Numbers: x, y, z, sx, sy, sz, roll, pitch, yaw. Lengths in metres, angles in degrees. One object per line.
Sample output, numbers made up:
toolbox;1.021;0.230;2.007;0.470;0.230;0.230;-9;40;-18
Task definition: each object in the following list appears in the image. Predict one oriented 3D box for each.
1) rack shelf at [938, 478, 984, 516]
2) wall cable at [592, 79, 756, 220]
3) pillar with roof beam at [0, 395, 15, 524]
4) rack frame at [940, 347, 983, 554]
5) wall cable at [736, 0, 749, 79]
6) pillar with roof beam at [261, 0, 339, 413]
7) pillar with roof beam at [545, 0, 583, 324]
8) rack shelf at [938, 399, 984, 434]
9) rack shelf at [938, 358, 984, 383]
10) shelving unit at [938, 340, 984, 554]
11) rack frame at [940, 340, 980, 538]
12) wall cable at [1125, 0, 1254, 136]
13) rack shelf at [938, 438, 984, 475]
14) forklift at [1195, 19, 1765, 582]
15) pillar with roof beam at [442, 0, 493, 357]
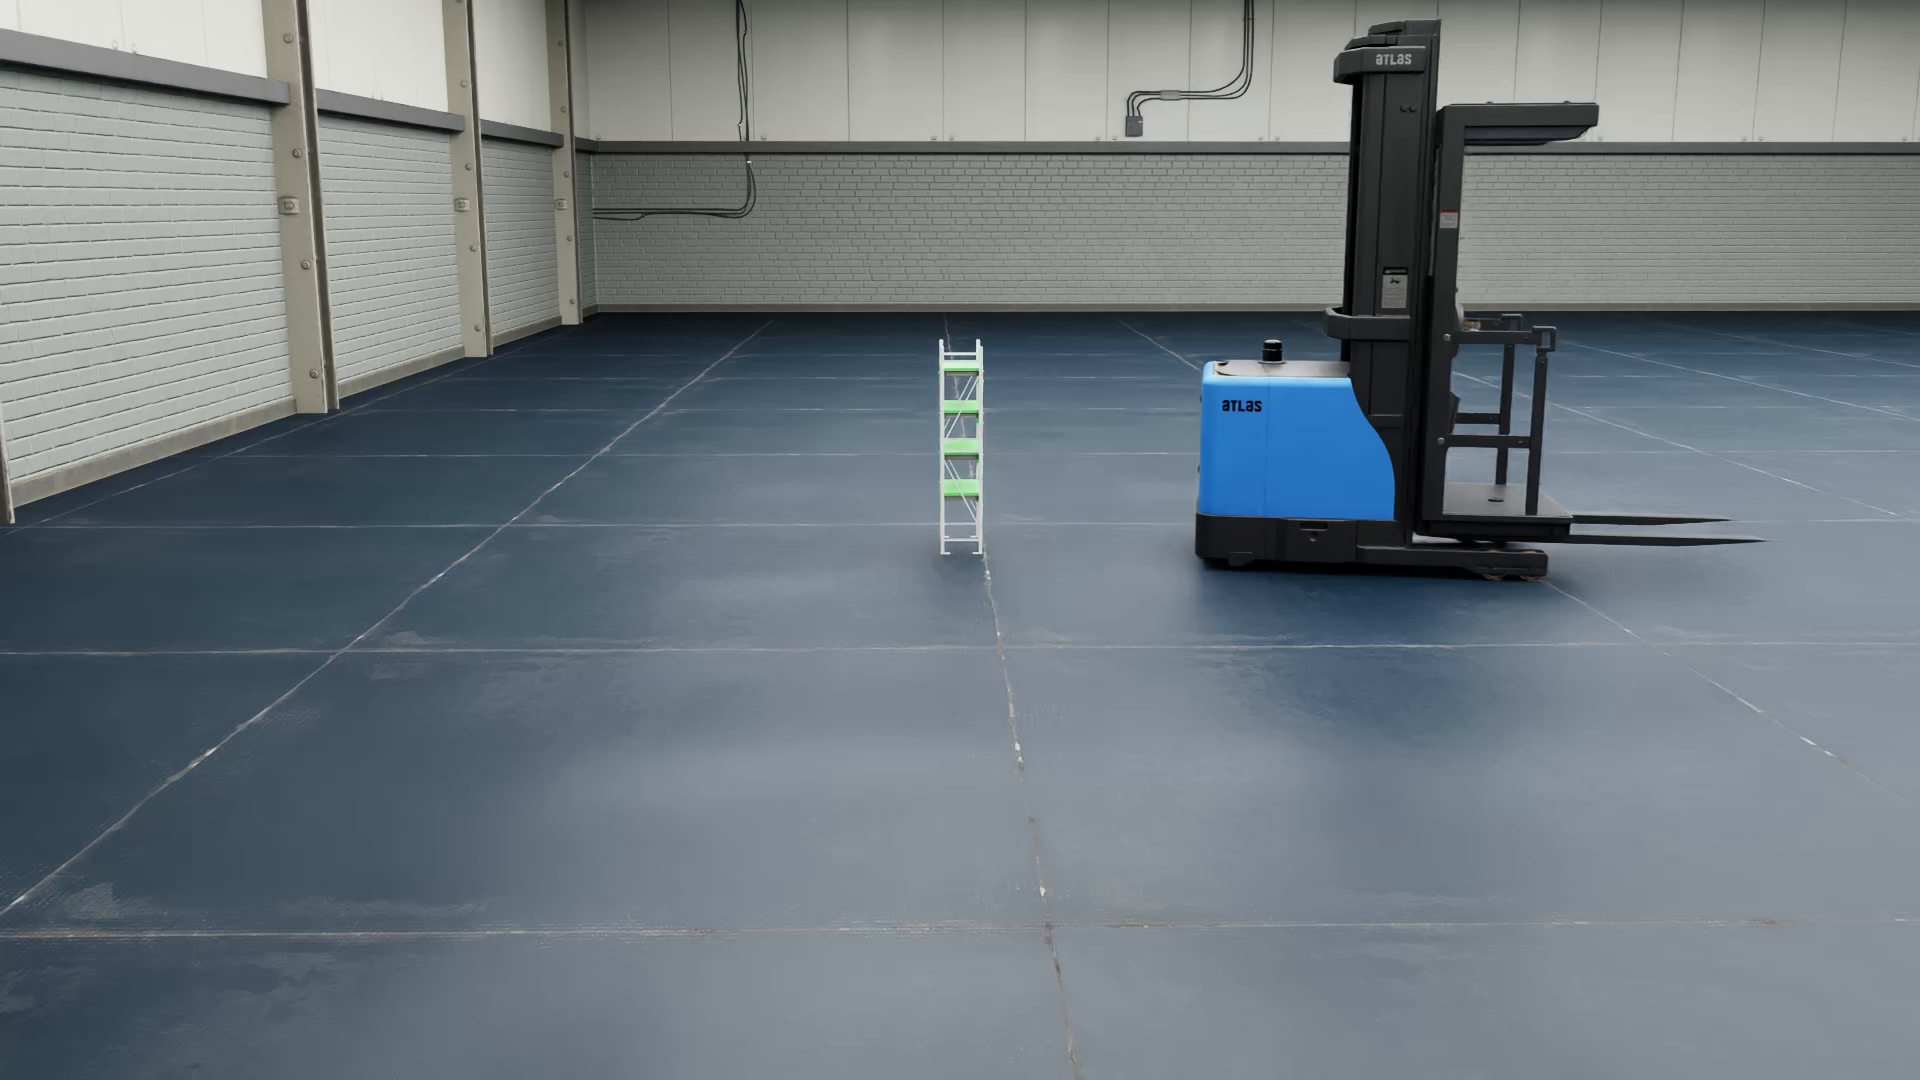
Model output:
rack shelf;0.003;-0.257;9.838;0.258;0.148;0.480;0;11;-1
wall cable;-5.298;-7.133;30.397;3.097;2.526;0.112;0;11;-1
pillar with roof beam;-1.883;-4.504;9.626;9.100;9.000;0.400;0;11;-1
rack frame;0.008;-0.507;9.539;0.240;1.200;0.015;0;11;-1
wall cable;-2.593;-9.620;29.950;3.097;2.526;0.112;0;11;-1
pillar with roof beam;-2.007;-5.696;15.504;9.100;9.000;0.400;0;11;-1
pillar with roof beam;-2.255;-8.082;27.262;9.100;9.000;0.400;0;11;-1
rack shelf;0.003;-0.728;9.743;0.258;0.148;0.480;0;11;-1
rack shelf;0.003;-0.963;9.695;0.258;0.148;0.480;0;11;-1
shelving unit;0.003;-0.555;9.778;0.258;1.200;0.503;0;11;-1
rack frame;-0.002;-0.604;10.017;0.240;1.200;0.015;0;11;-1
wall cable;4.194;-10.358;29.927;2.305;6.003;0.169;0;11;-1
rack shelf;0.003;-0.492;9.790;0.258;0.148;0.480;0;11;-1
forklift;2.878;-1.326;9.224;3.031;2.935;1.130;2;12;8
pillar with roof beam;-2.131;-6.889;21.383;9.100;9.000;0.400;0;11;-1
